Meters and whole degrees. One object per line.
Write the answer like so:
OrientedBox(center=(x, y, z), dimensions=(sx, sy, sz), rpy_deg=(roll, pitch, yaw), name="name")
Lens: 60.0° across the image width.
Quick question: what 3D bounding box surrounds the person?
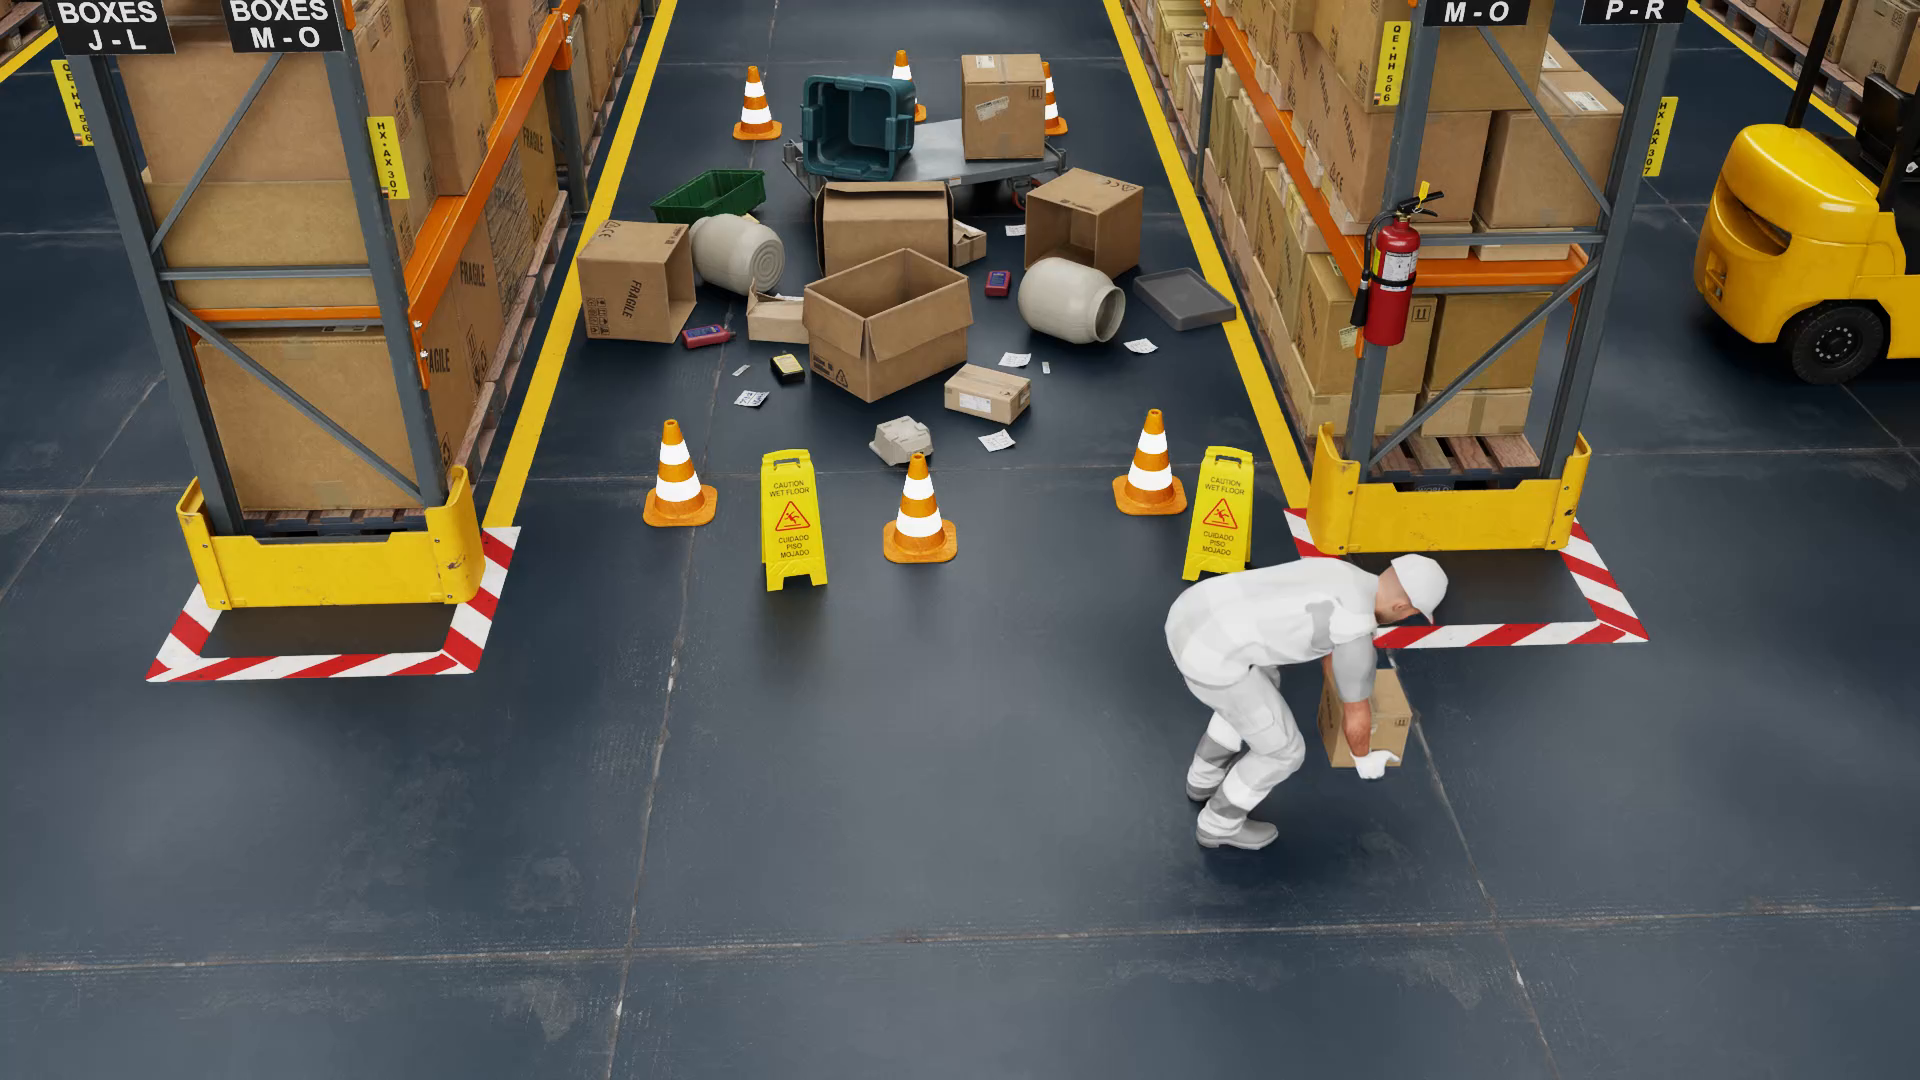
OrientedBox(center=(1.189, 0.550, 5.905), dimensions=(0.951, 1.135, 0.522), rpy_deg=(-3, 35, -4), name="person")
